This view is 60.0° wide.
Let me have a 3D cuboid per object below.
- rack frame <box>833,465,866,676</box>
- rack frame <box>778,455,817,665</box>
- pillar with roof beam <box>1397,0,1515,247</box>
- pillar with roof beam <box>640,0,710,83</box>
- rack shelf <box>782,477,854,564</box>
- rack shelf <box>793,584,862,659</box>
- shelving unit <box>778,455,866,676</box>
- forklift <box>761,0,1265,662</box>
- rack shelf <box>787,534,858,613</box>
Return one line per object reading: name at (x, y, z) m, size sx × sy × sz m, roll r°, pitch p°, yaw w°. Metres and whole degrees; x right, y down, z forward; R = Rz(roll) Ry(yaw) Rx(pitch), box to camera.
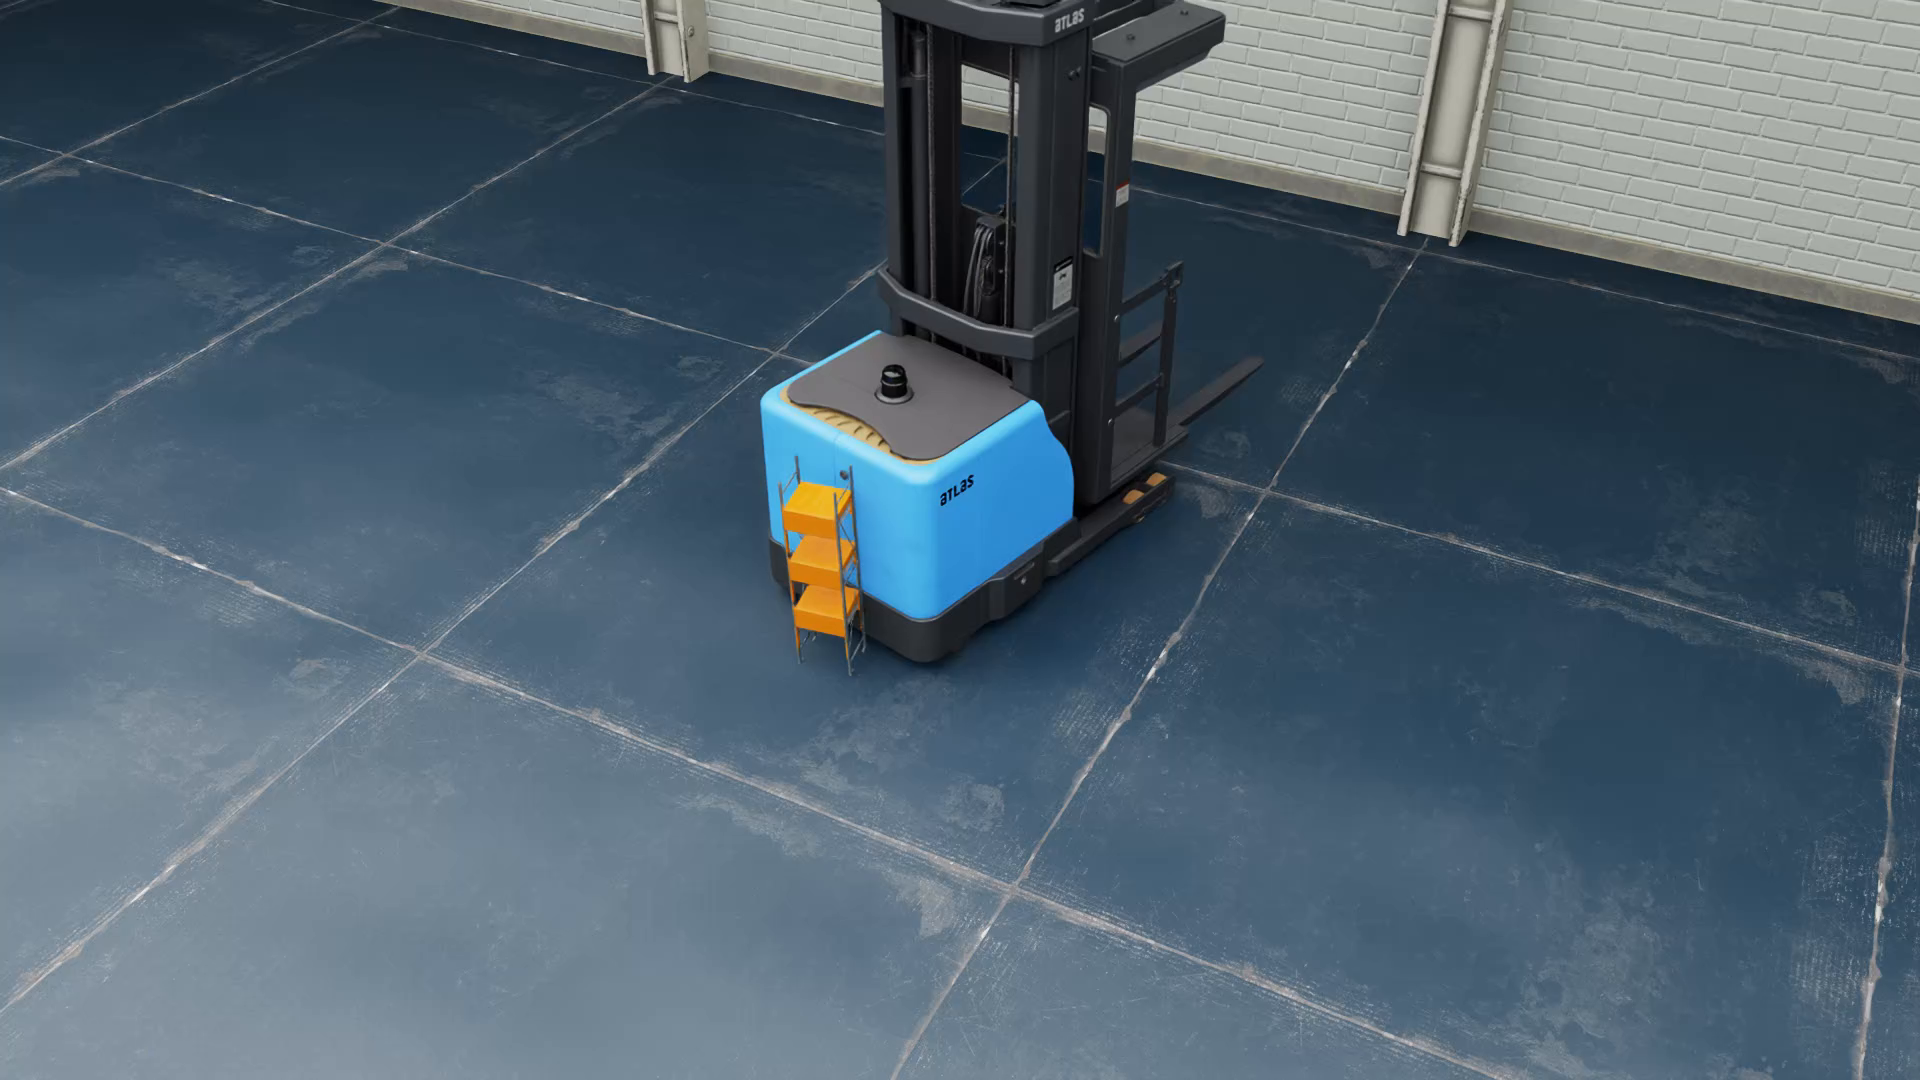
rack frame at (-0.474, 0.149, 7.195) m, size 0.008 × 1.050 × 0.200 m, roll 11°, pitch 42°, yaw 14°
rack frame at (-0.706, 0.103, 7.256) m, size 0.008 × 1.050 × 0.200 m, roll 11°, pitch 42°, yaw 14°
pillar with roof beam at (1.134, -3.308, 5.185) m, size 0.400 × 9.000 × 9.100 m, roll 17°, pitch 41°, yaw 21°
pillar with roof beam at (-4.194, -4.977, 7.383) m, size 0.400 × 9.000 × 9.100 m, roll 17°, pitch 41°, yaw 21°
rack shelf at (-0.595, -0.082, 7.048) m, size 0.240 × 0.259 × 0.215 m, roll 11°, pitch 42°, yaw 14°
rack shelf at (-0.584, 0.345, 7.412) m, size 0.240 × 0.259 × 0.215 m, roll 11°, pitch 42°, yaw 14°
shelving unit at (-0.590, 0.126, 7.225) m, size 0.252 × 1.050 × 0.215 m, roll 11°, pitch 42°, yaw 14°
forklift at (0.447, -1.435, 7.736) m, size 1.130 × 2.935 × 3.031 m, roll 28°, pitch 45°, yaw 32°
rack shelf at (-0.589, 0.134, 7.232) m, size 0.240 × 0.259 × 0.215 m, roll 11°, pitch 42°, yaw 14°
